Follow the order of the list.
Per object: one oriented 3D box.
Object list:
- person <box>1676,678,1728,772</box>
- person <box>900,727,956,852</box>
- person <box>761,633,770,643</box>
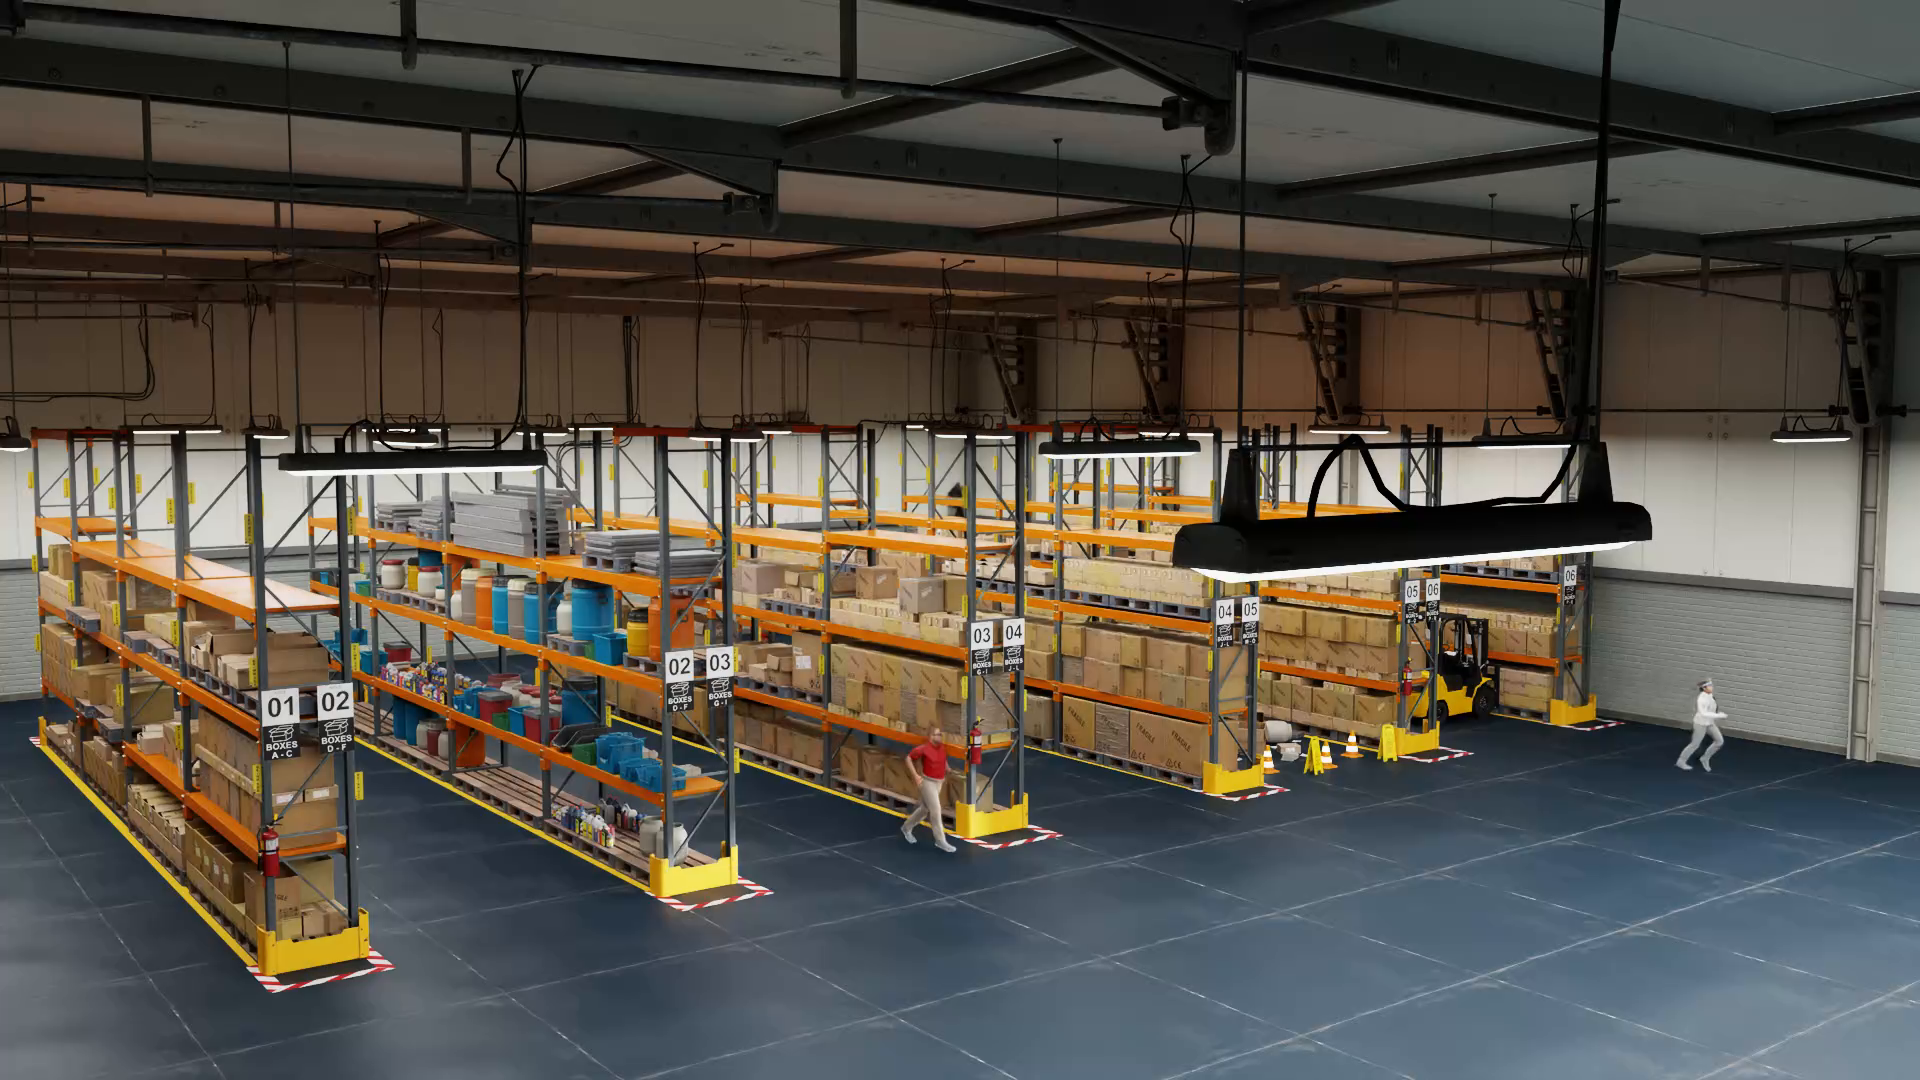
[{"bbox_3d":[12.950,3.209,28.944,0.604,1.670,0.828,-4,6,-44],"label":"person"},{"bbox_3d":[-0.385,3.554,24.021,0.993,1.704,0.674,3,5,30],"label":"person"},{"bbox_3d":[-4.037,2.777,34.174,0.651,1.747,0.692,-4,6,-38],"label":"person"}]
